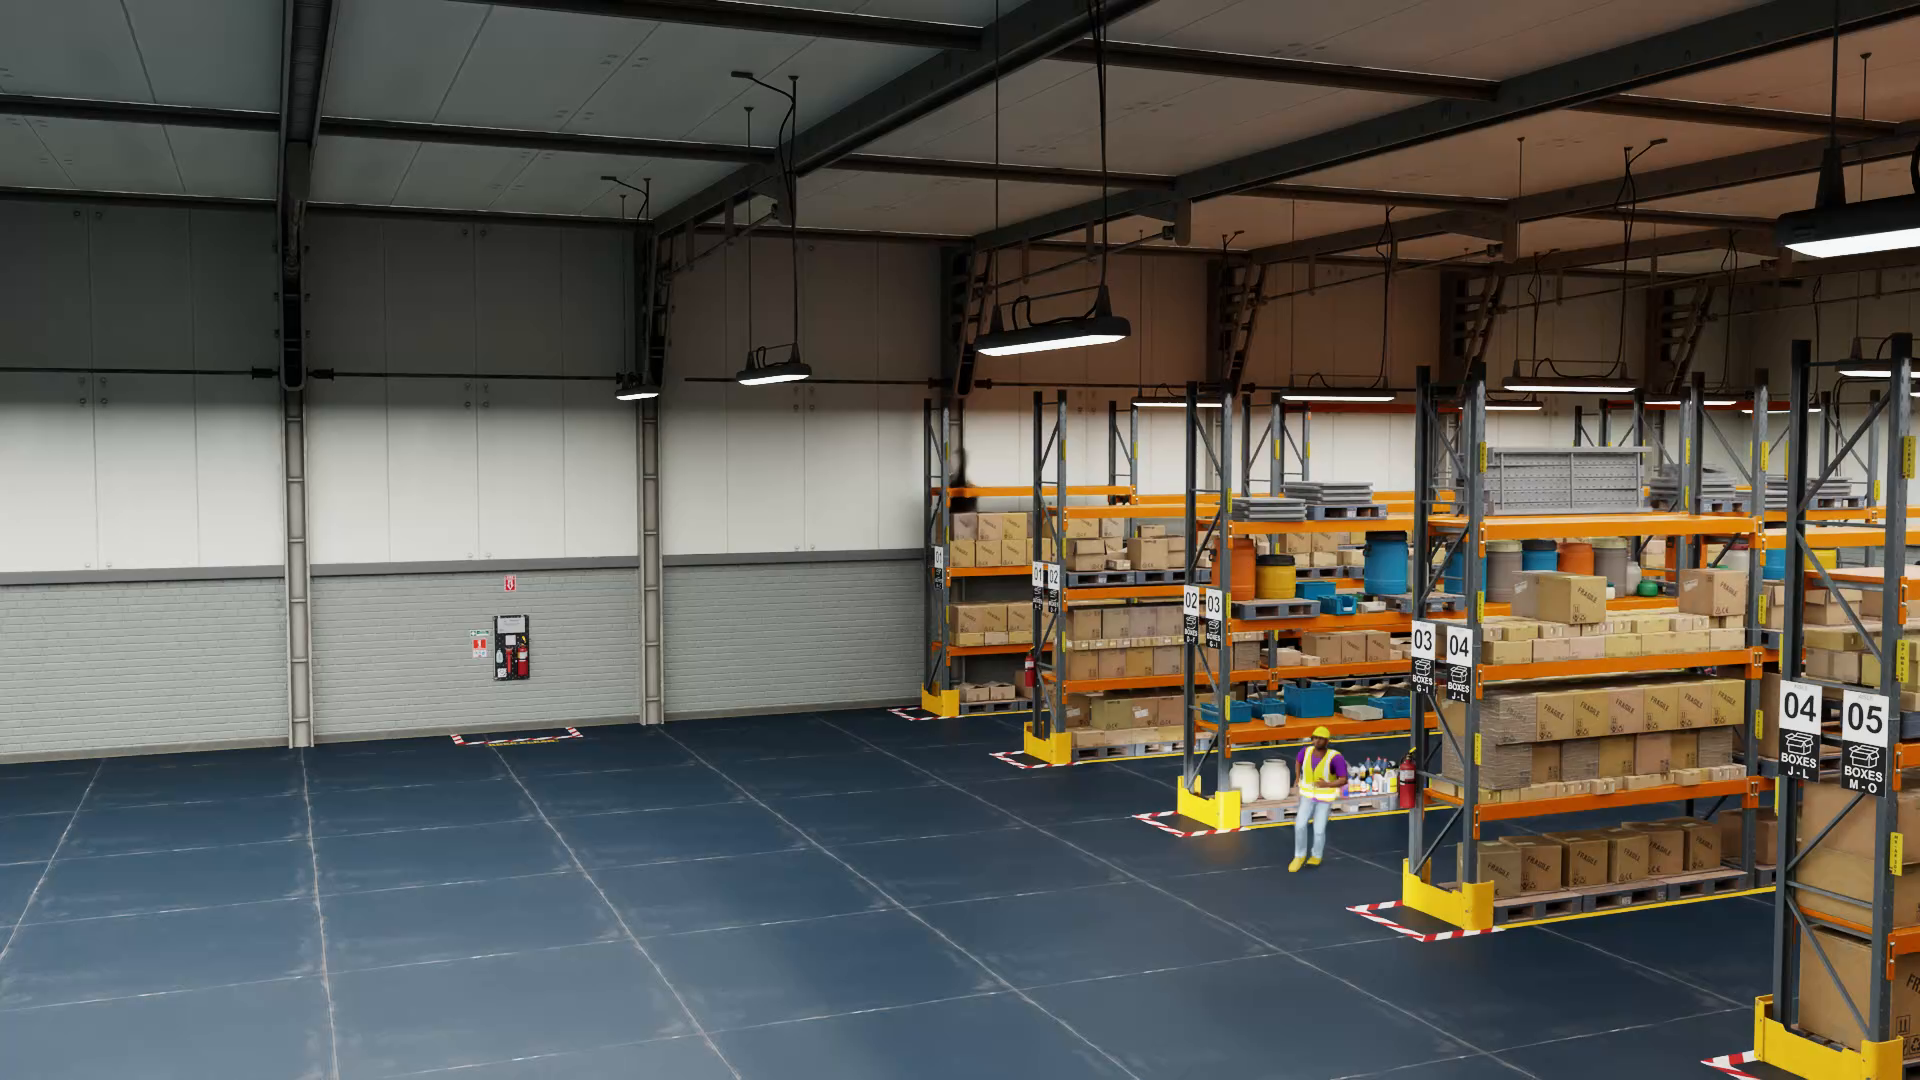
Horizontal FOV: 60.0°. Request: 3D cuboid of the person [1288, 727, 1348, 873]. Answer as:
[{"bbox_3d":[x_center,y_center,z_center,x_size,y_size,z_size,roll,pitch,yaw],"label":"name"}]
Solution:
[{"bbox_3d":[4.323,3.113,19.983,0.683,1.774,0.657,1,4,22],"label":"person"}]
